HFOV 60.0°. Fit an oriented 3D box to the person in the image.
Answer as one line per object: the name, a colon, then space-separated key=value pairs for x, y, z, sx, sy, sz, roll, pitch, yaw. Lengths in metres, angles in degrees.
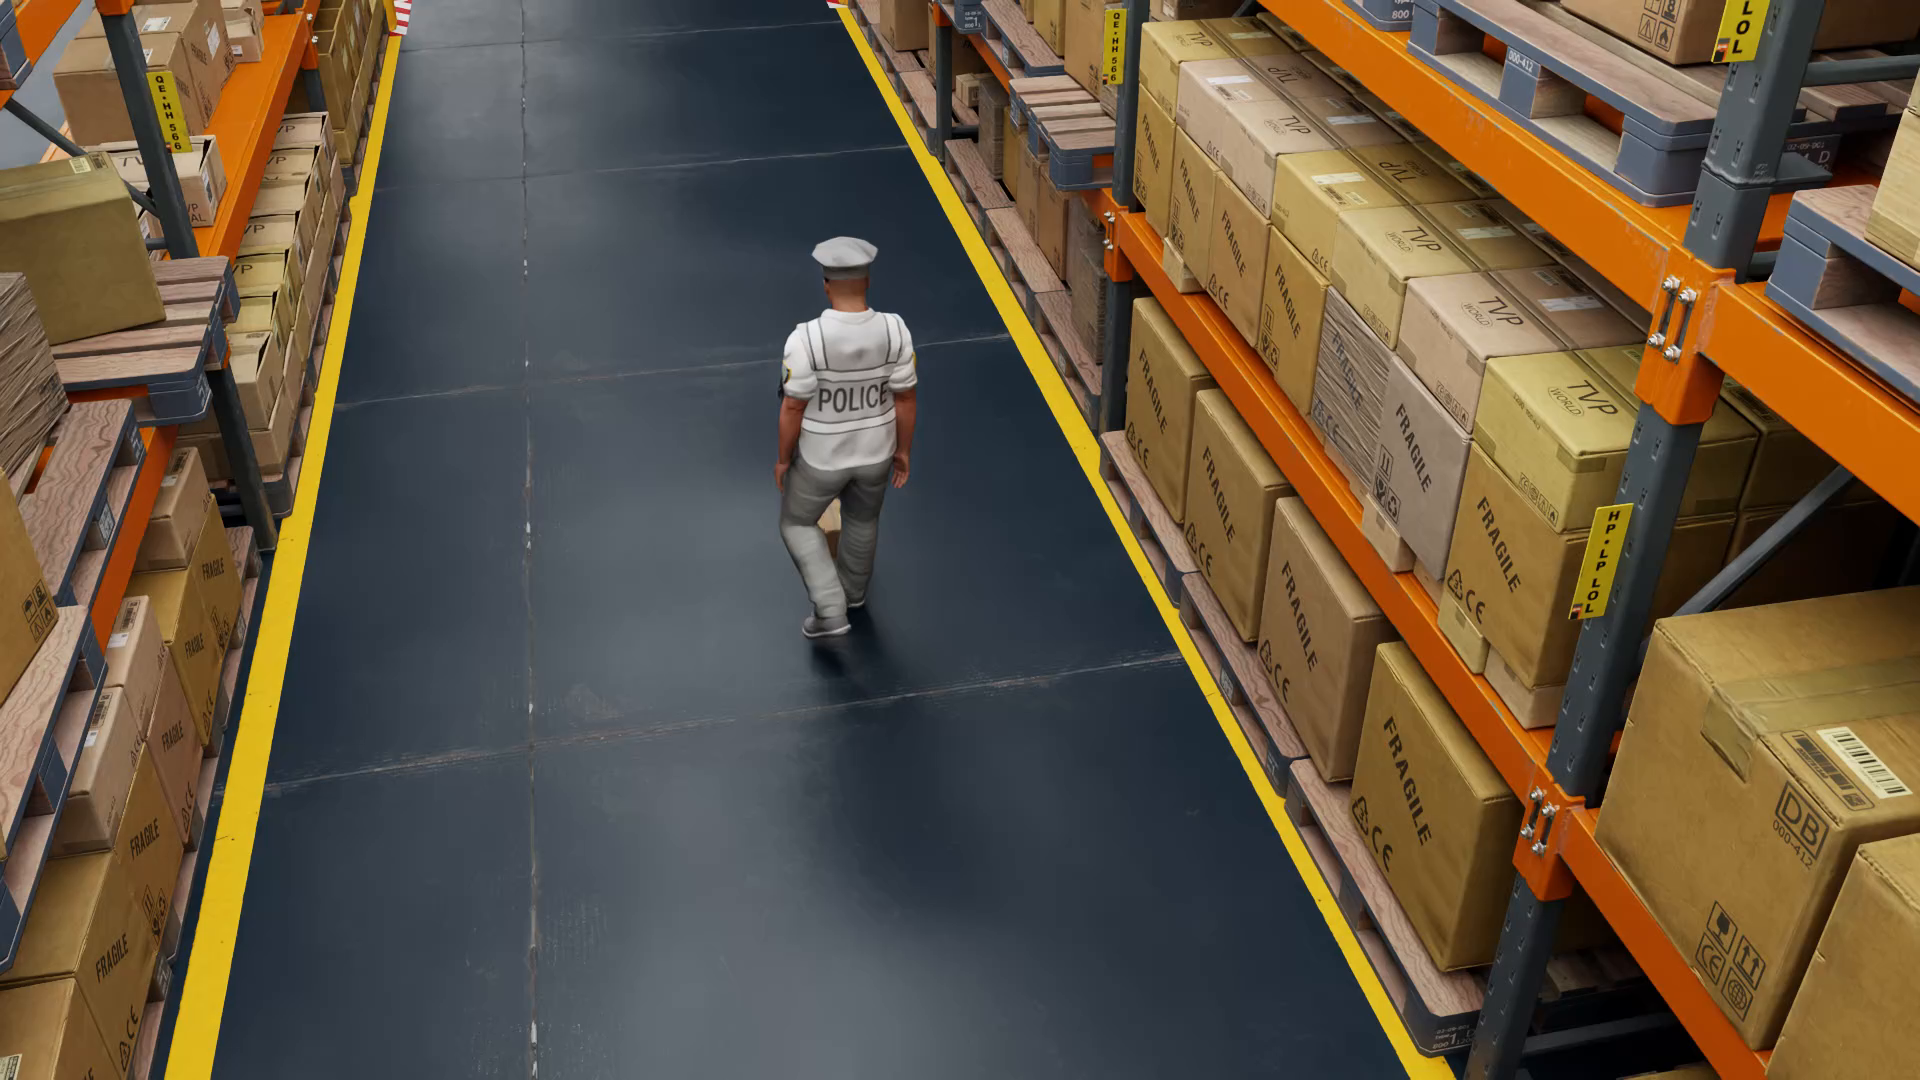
person: x=-0.491 y=-0.393 z=6.690 sx=0.572 sy=1.731 sz=0.694 roll=-14 pitch=36 yaw=-19
